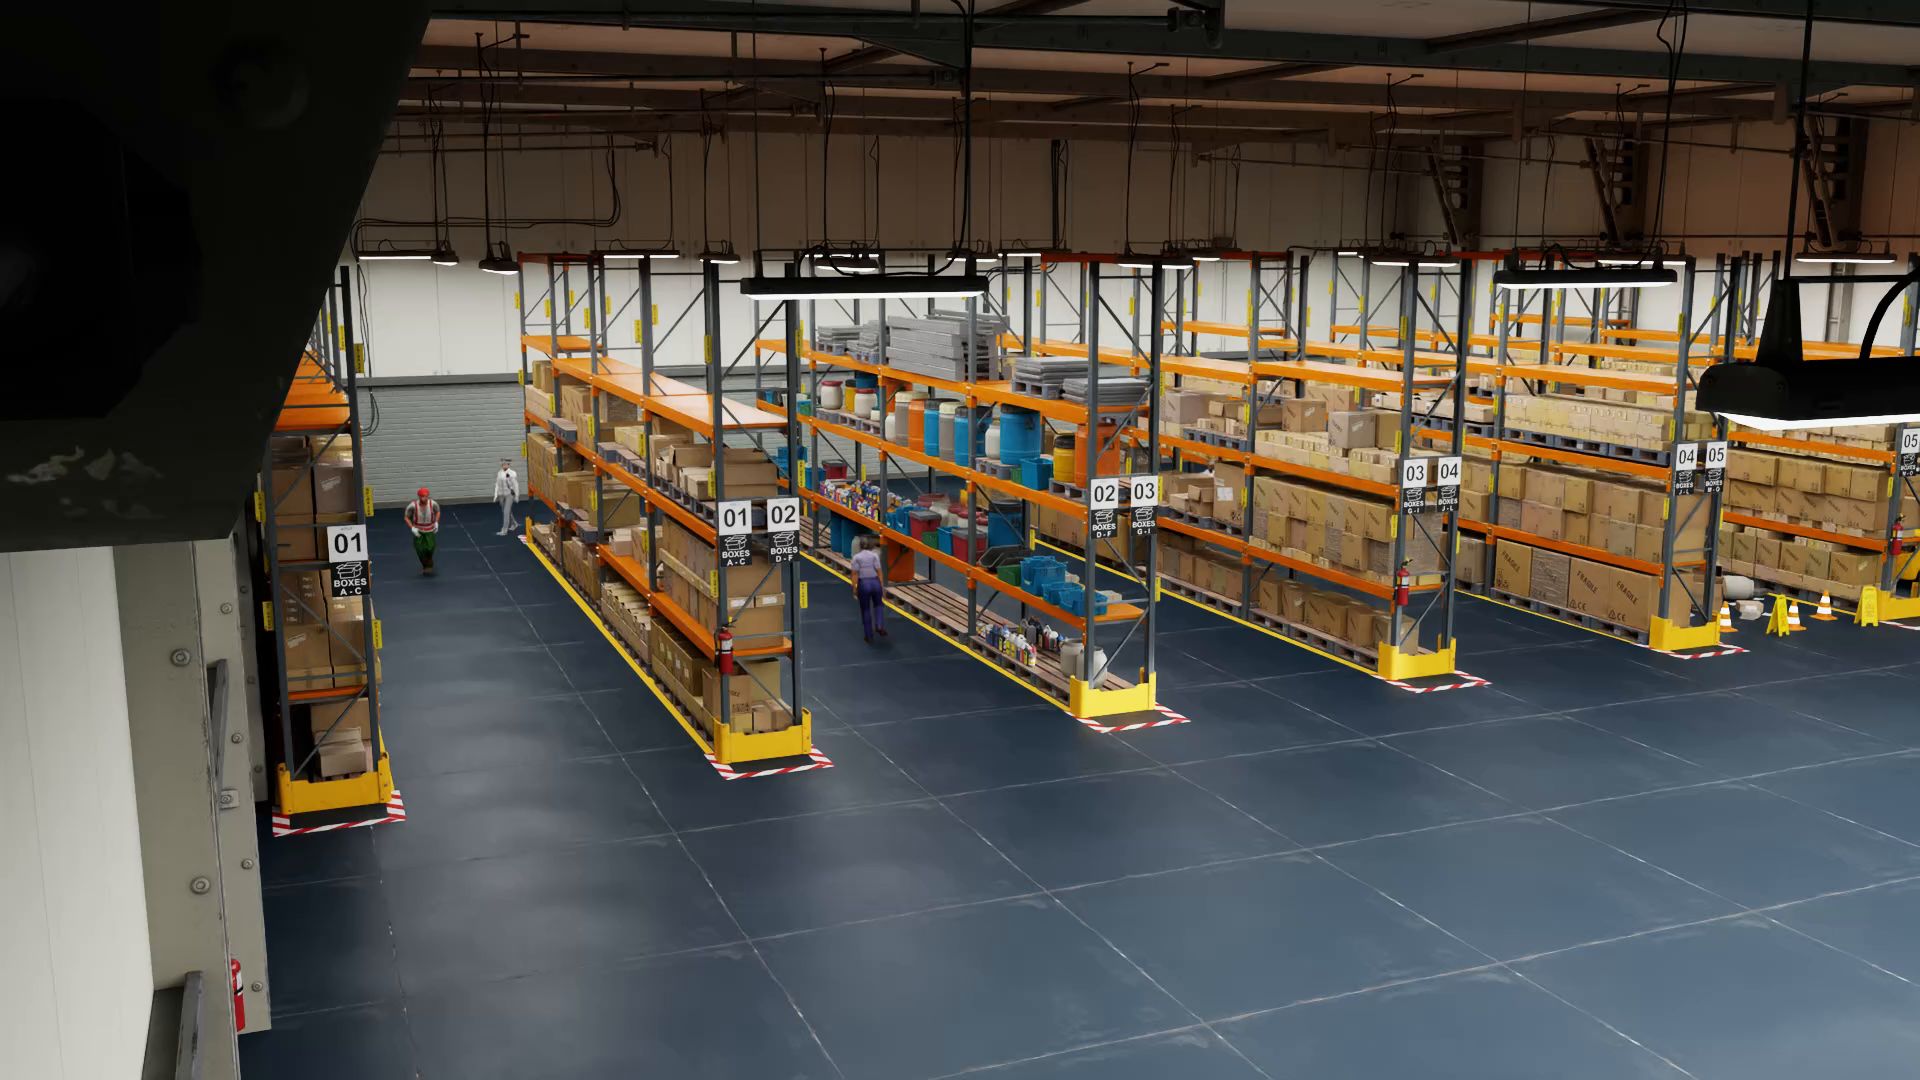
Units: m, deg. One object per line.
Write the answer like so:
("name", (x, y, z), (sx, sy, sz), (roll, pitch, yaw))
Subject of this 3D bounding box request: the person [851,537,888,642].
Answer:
("person", (-1.427, 0.784, 26.220), (0.547, 1.622, 0.463), (-3, 11, -14))

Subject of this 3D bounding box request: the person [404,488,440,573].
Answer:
("person", (-10.126, -0.175, 31.360), (0.647, 1.680, 0.657), (-3, 11, -15))

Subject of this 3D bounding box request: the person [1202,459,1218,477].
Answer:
("person", (5.369, -0.944, 35.601), (0.552, 1.619, 1.051), (-5, 11, -24))

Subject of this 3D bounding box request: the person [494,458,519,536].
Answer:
("person", (-9.720, -0.946, 35.629), (0.473, 1.654, 0.826), (4, 11, 23))
